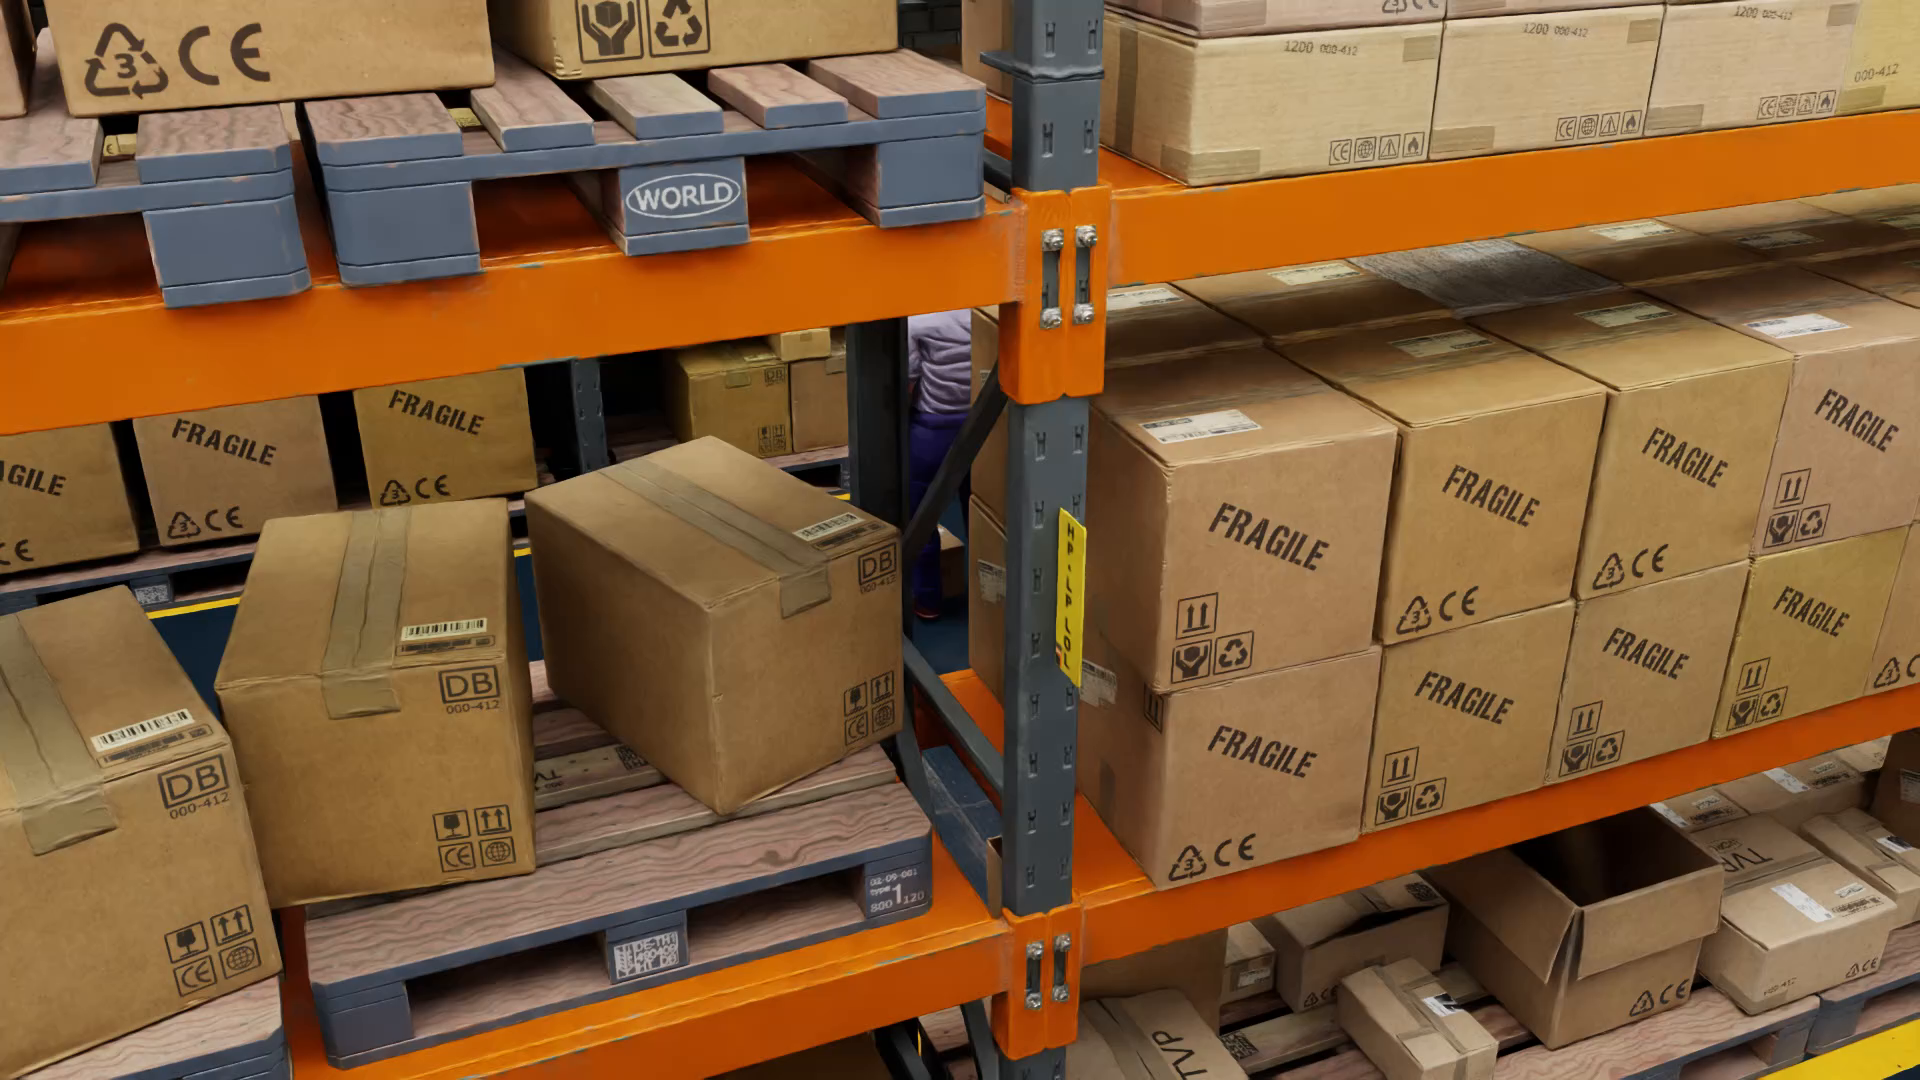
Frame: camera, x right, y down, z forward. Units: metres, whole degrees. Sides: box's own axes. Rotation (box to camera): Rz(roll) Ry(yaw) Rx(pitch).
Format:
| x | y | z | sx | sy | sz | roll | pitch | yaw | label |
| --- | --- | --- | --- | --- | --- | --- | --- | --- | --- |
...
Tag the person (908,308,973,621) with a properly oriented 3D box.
| x | y | z | sx | sy | sz | roll | pitch | yaw | label |
| --- | --- | --- | --- | --- | --- | --- | --- | --- | --- |
| -0.056 | -0.434 | 7.008 | 0.550 | 1.651 | 0.415 | -11 | 28 | -21 | person |
